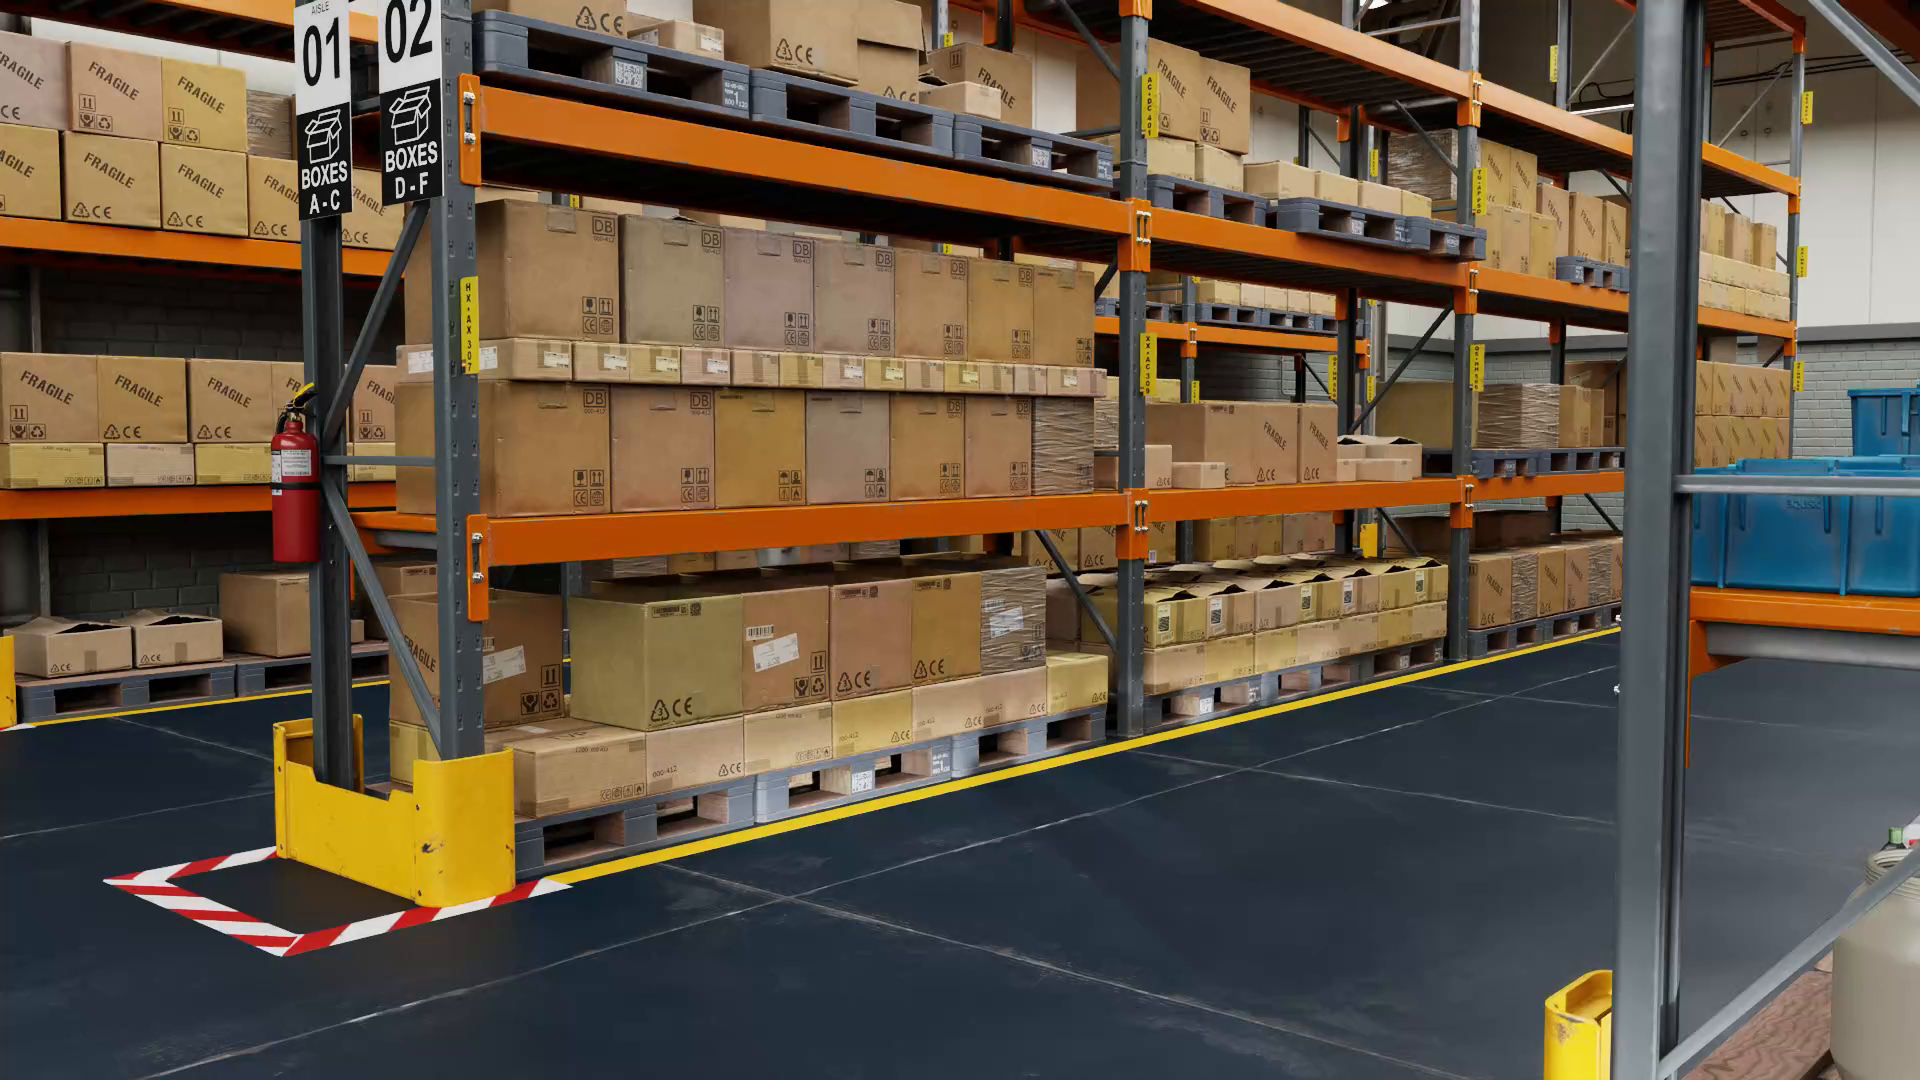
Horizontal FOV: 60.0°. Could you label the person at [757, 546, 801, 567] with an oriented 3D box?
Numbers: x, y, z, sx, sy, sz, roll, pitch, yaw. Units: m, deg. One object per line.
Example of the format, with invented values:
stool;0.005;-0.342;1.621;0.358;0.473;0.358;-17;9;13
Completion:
person;-1.366;-0.055;12.430;0.403;1.771;0.520;-2;4;-27
